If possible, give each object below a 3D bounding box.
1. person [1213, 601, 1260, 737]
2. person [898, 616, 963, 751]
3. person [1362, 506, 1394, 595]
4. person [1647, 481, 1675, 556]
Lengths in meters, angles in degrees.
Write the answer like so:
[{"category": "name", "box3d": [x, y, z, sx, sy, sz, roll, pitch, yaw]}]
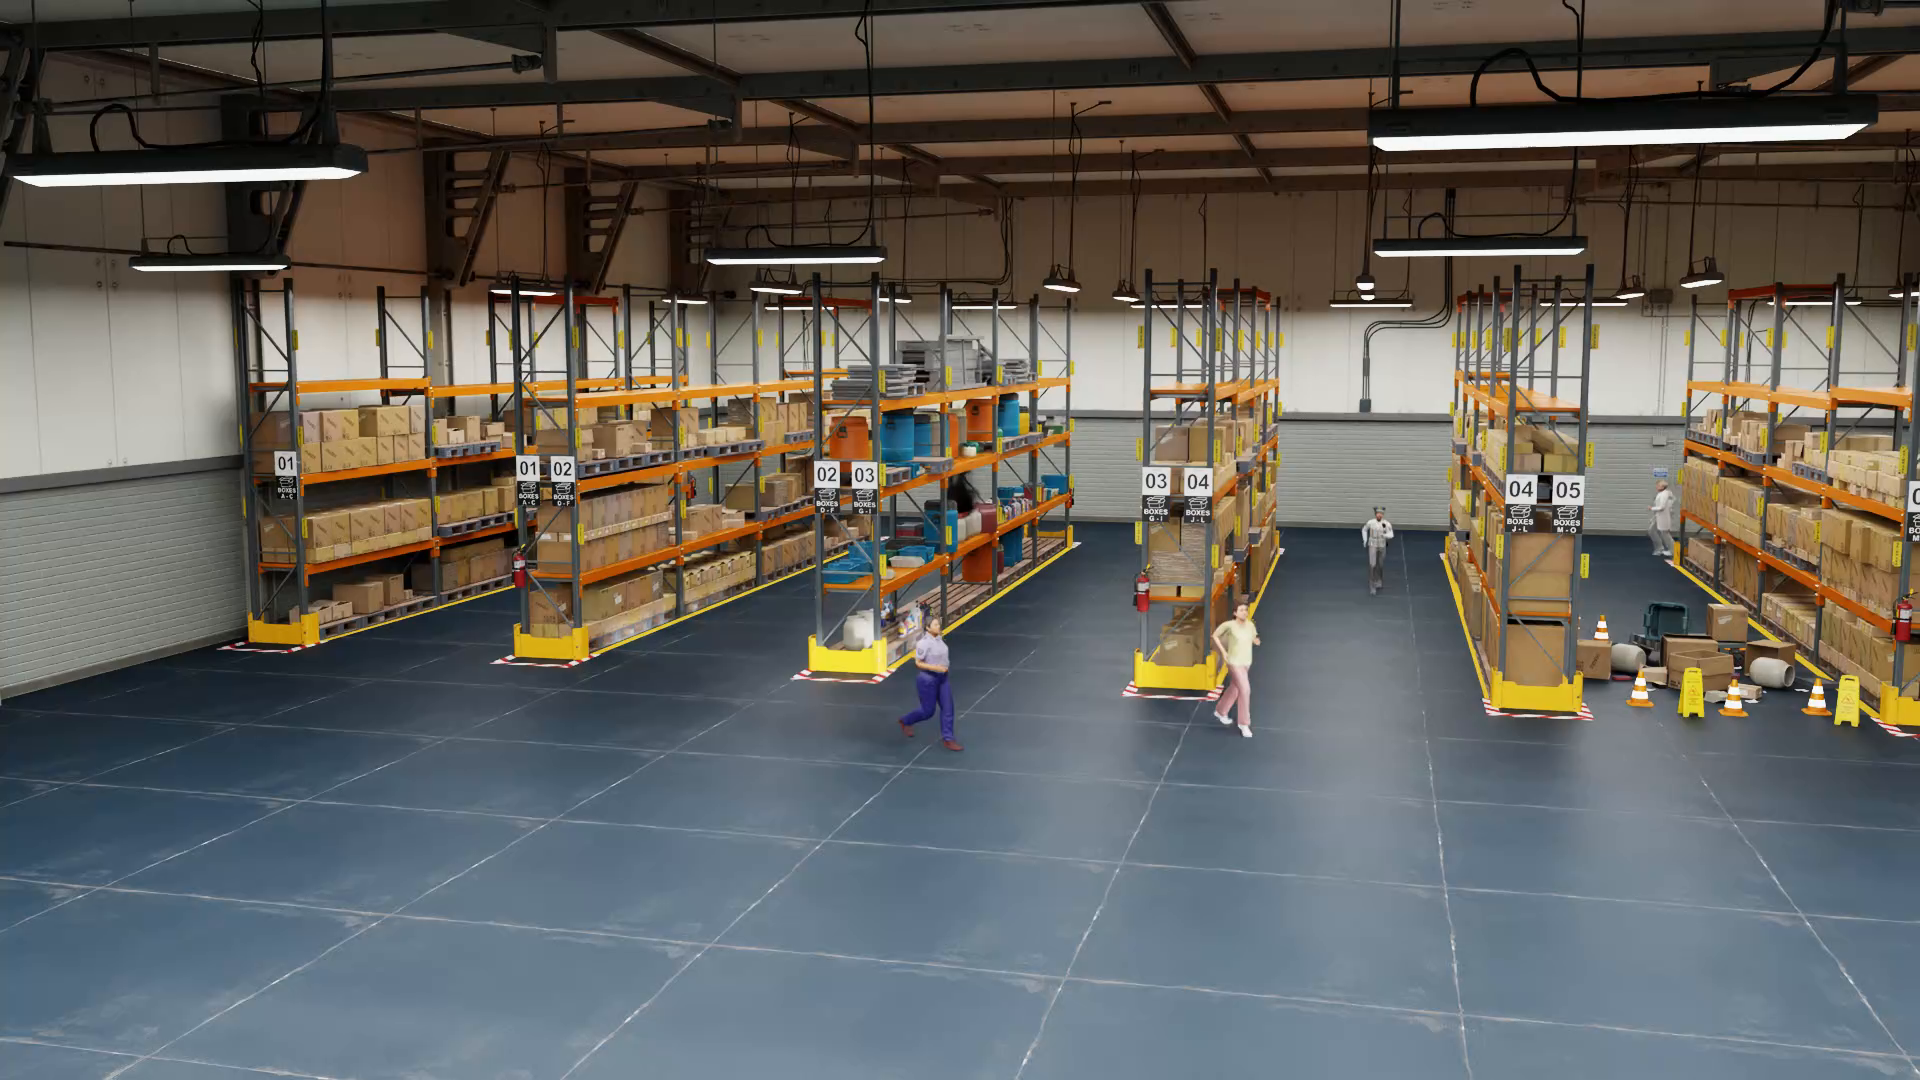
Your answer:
[{"category": "person", "box3d": [3.577, 1.627, 21.365, 0.549, 1.725, 0.793, -4, 8, -31]}, {"category": "person", "box3d": [-0.351, 1.748, 20.455, 0.891, 1.645, 0.609, 5, 8, 34]}, {"category": "person", "box3d": [8.334, 0.179, 33.175, 0.589, 1.736, 0.818, 1, 7, 10]}, {"category": "person", "box3d": [16.282, -0.469, 38.439, 0.756, 1.793, 0.714, 2, 7, 17]}]
